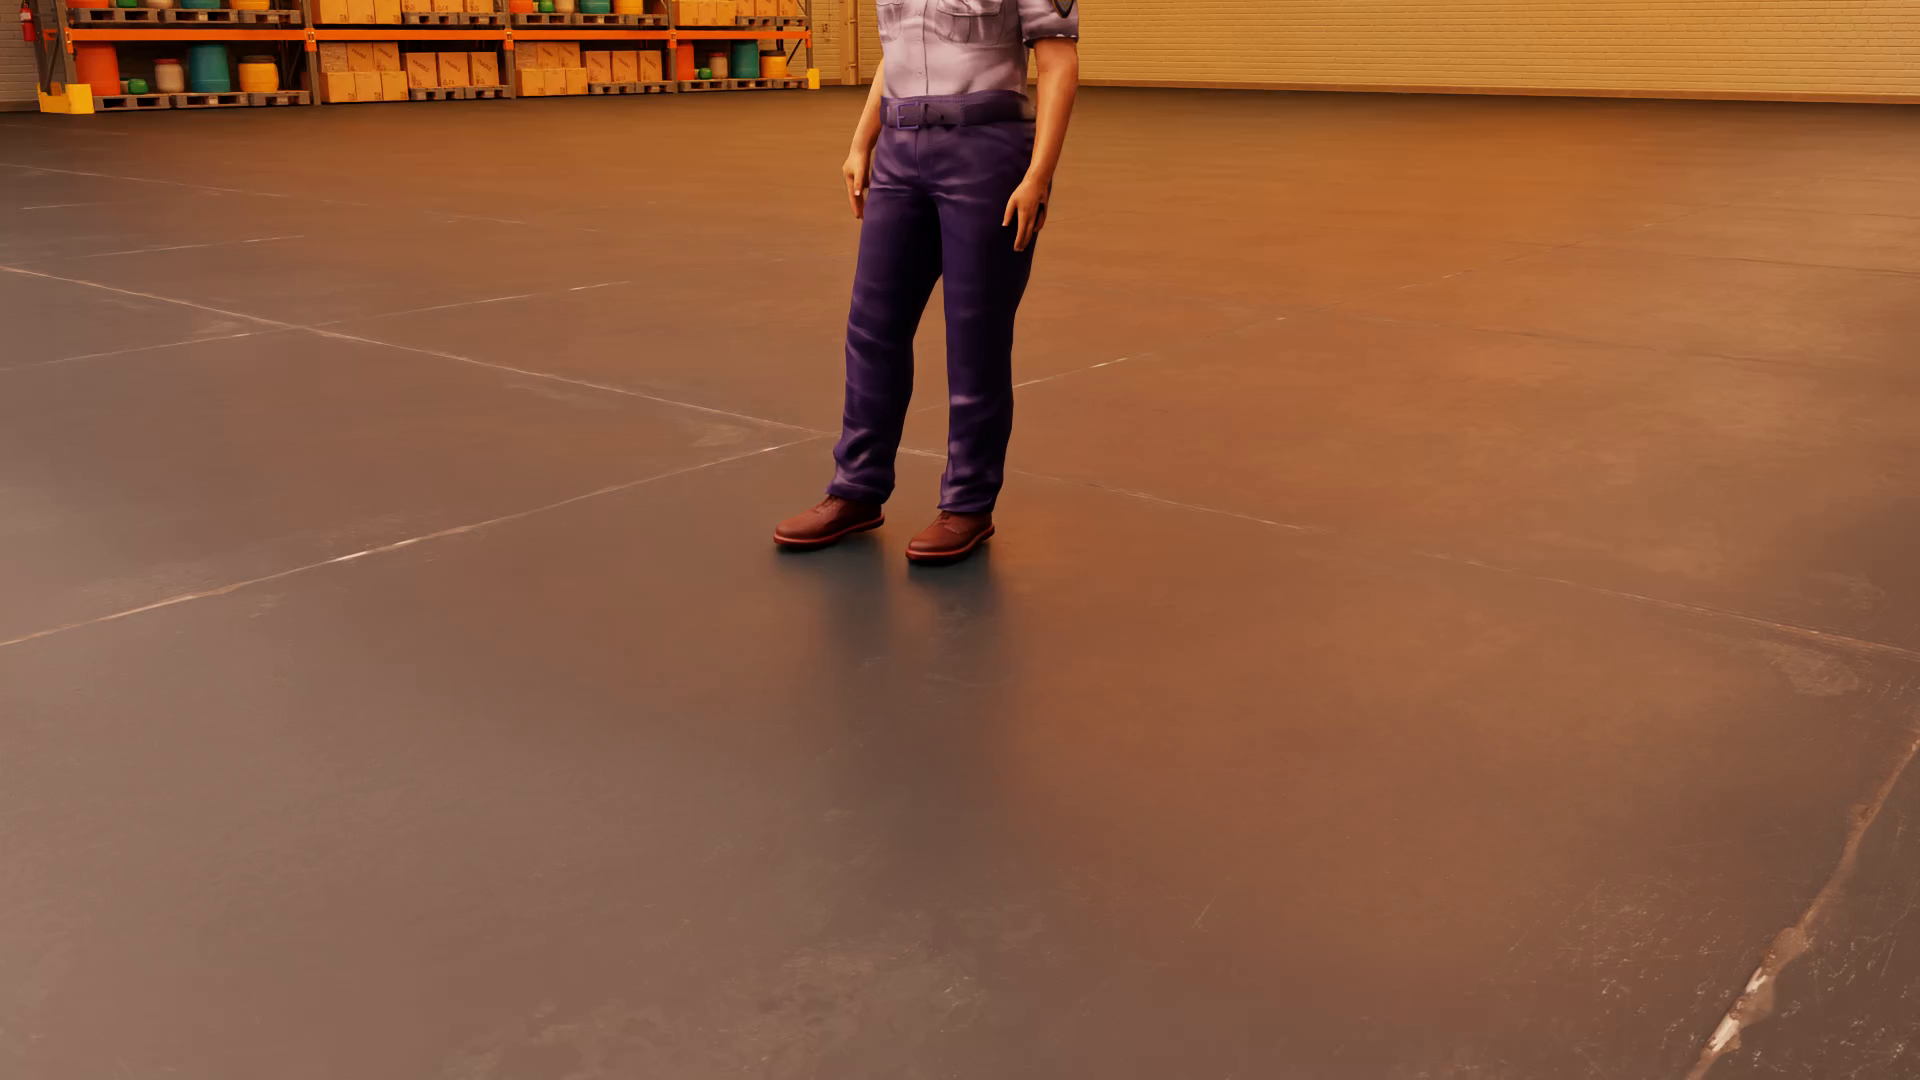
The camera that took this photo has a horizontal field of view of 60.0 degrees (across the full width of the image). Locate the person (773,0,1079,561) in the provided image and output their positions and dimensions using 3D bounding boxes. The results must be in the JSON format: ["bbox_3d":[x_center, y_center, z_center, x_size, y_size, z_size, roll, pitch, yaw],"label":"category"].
[{"bbox_3d":[-0.074,-0.780,3.648,0.598,1.651,0.503,13,21,37],"label":"person"}]
